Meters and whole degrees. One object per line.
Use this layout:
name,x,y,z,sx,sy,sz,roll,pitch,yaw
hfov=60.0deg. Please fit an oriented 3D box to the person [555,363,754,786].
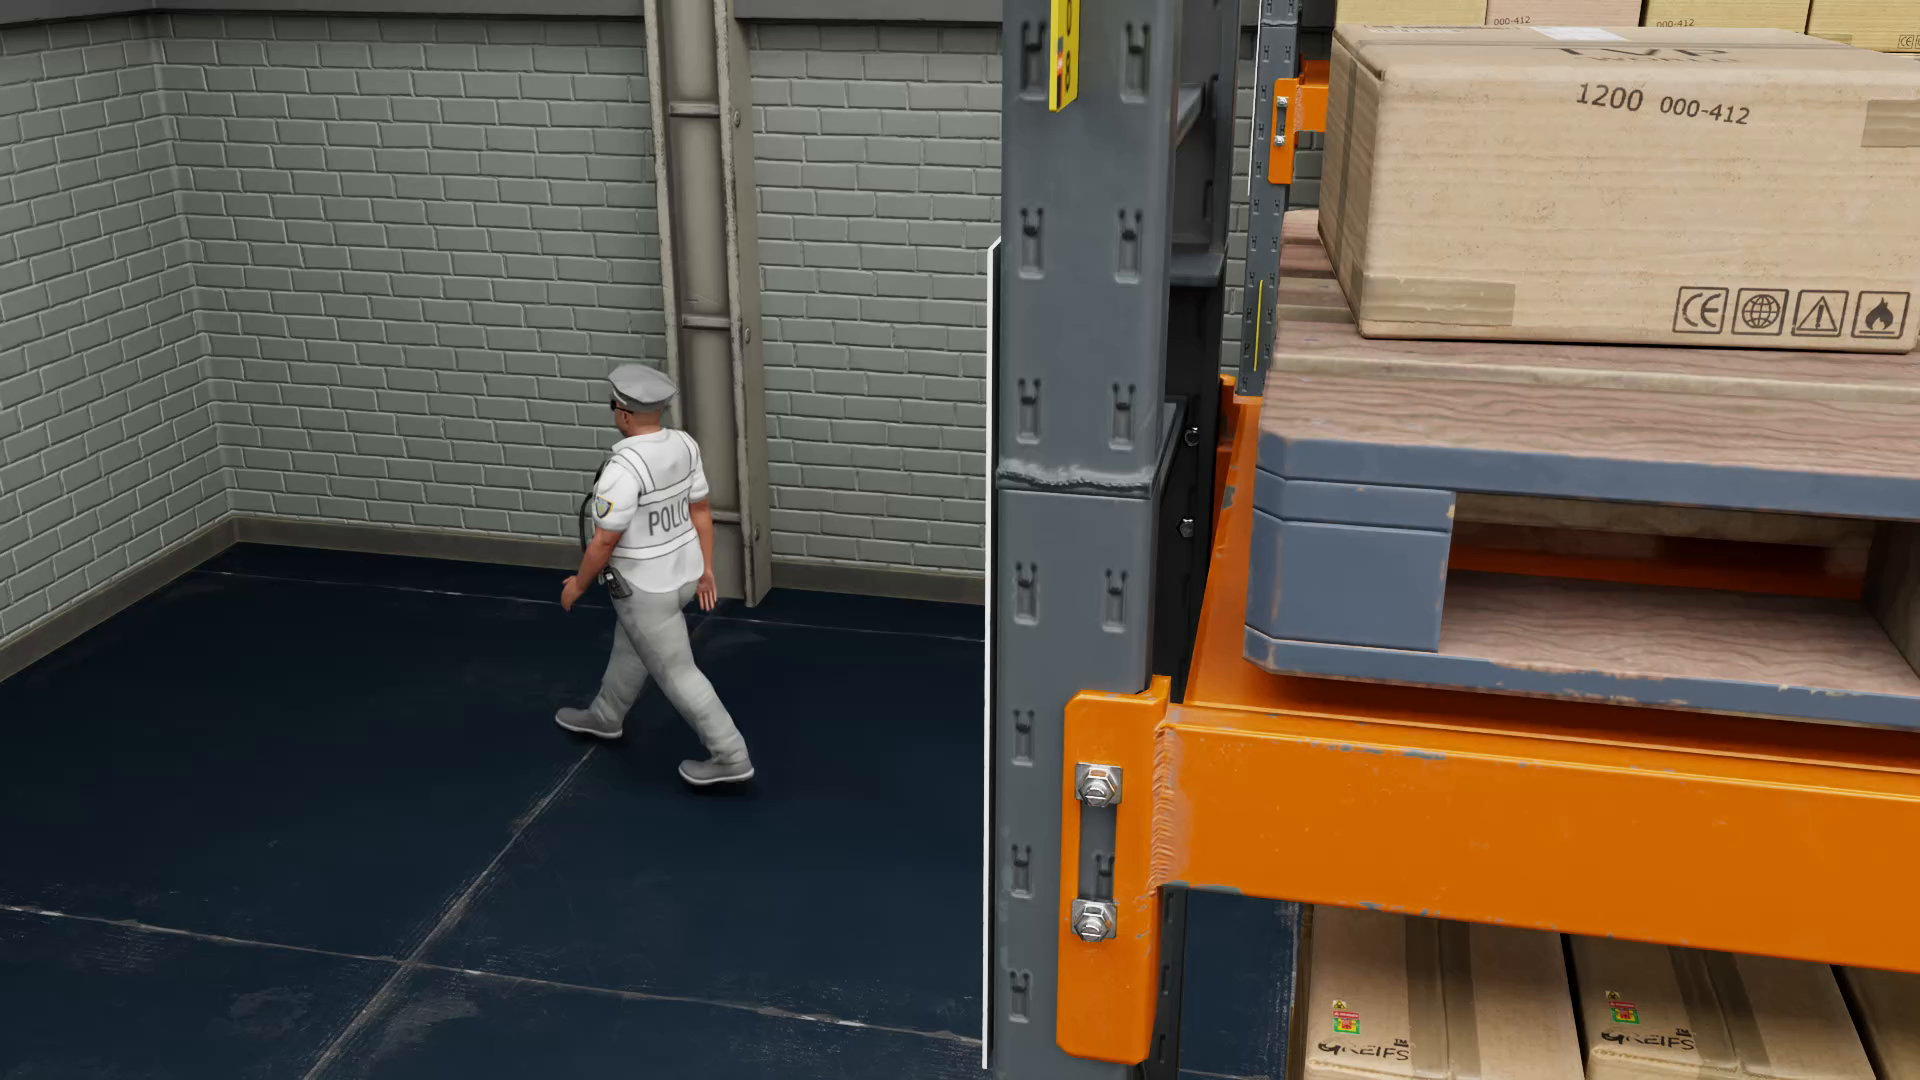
person,-1.319,0.122,6.699,1.051,1.701,0.547,8,23,20
